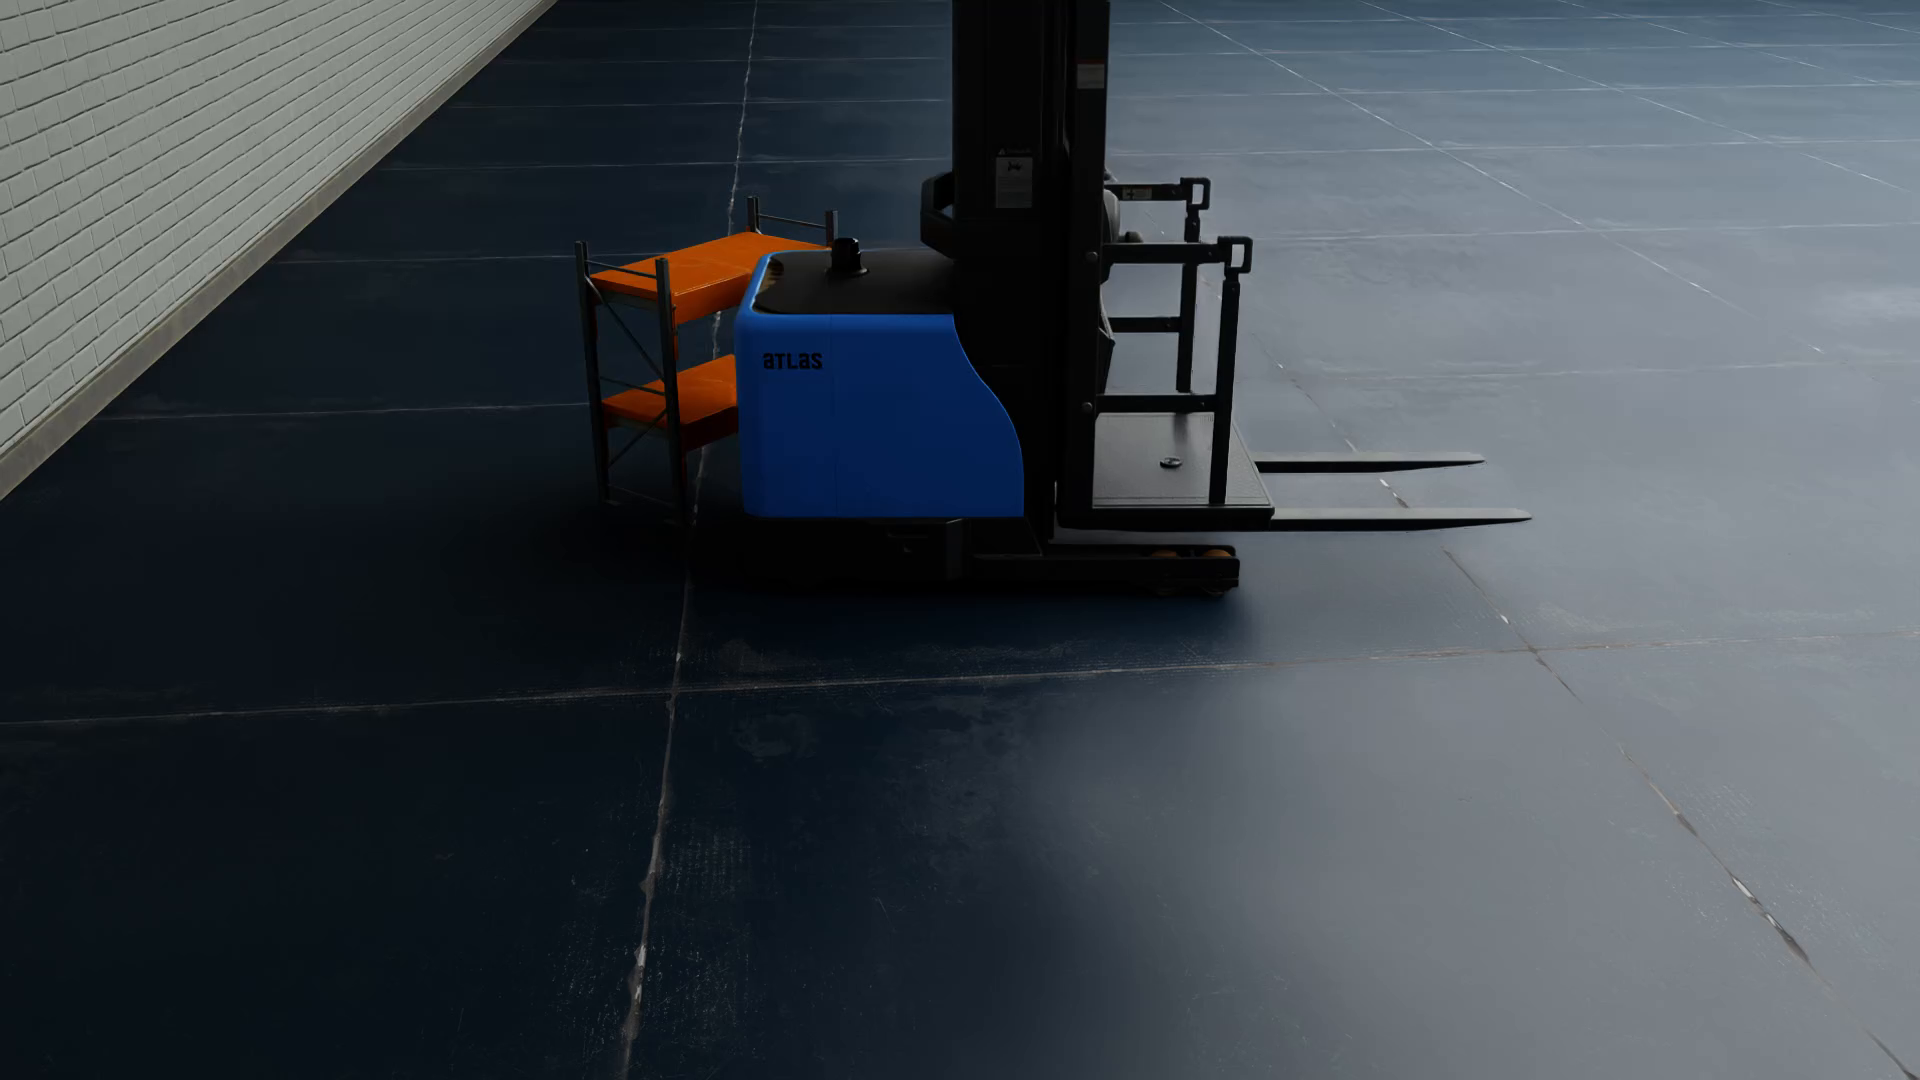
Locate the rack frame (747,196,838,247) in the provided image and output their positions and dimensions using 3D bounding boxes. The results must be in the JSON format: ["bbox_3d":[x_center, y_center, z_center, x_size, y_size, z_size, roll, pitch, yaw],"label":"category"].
[{"bbox_3d":[-0.740,-0.960,7.526,0.500,1.125,0.032,16,29,32],"label":"rack frame"}]

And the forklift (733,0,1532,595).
[{"bbox_3d":[0.684,-1.349,6.177,3.031,2.935,1.130,0,24,-1],"label":"forklift"}]

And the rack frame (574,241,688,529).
[{"bbox_3d":[-1.337,-0.626,6.774,0.500,1.125,0.032,16,29,32],"label":"rack frame"}]

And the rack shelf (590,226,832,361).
[{"bbox_3d":[-1.038,-1.061,7.031,0.538,0.278,1.000,16,29,32],"label":"rack shelf"}]

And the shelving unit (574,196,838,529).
[{"bbox_3d":[-1.038,-0.793,7.150,0.538,1.125,1.048,16,29,32],"label":"shelving unit"}]

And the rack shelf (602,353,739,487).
[{"bbox_3d":[-1.038,-0.570,7.249,0.538,0.278,1.000,16,29,32],"label":"rack shelf"}]
